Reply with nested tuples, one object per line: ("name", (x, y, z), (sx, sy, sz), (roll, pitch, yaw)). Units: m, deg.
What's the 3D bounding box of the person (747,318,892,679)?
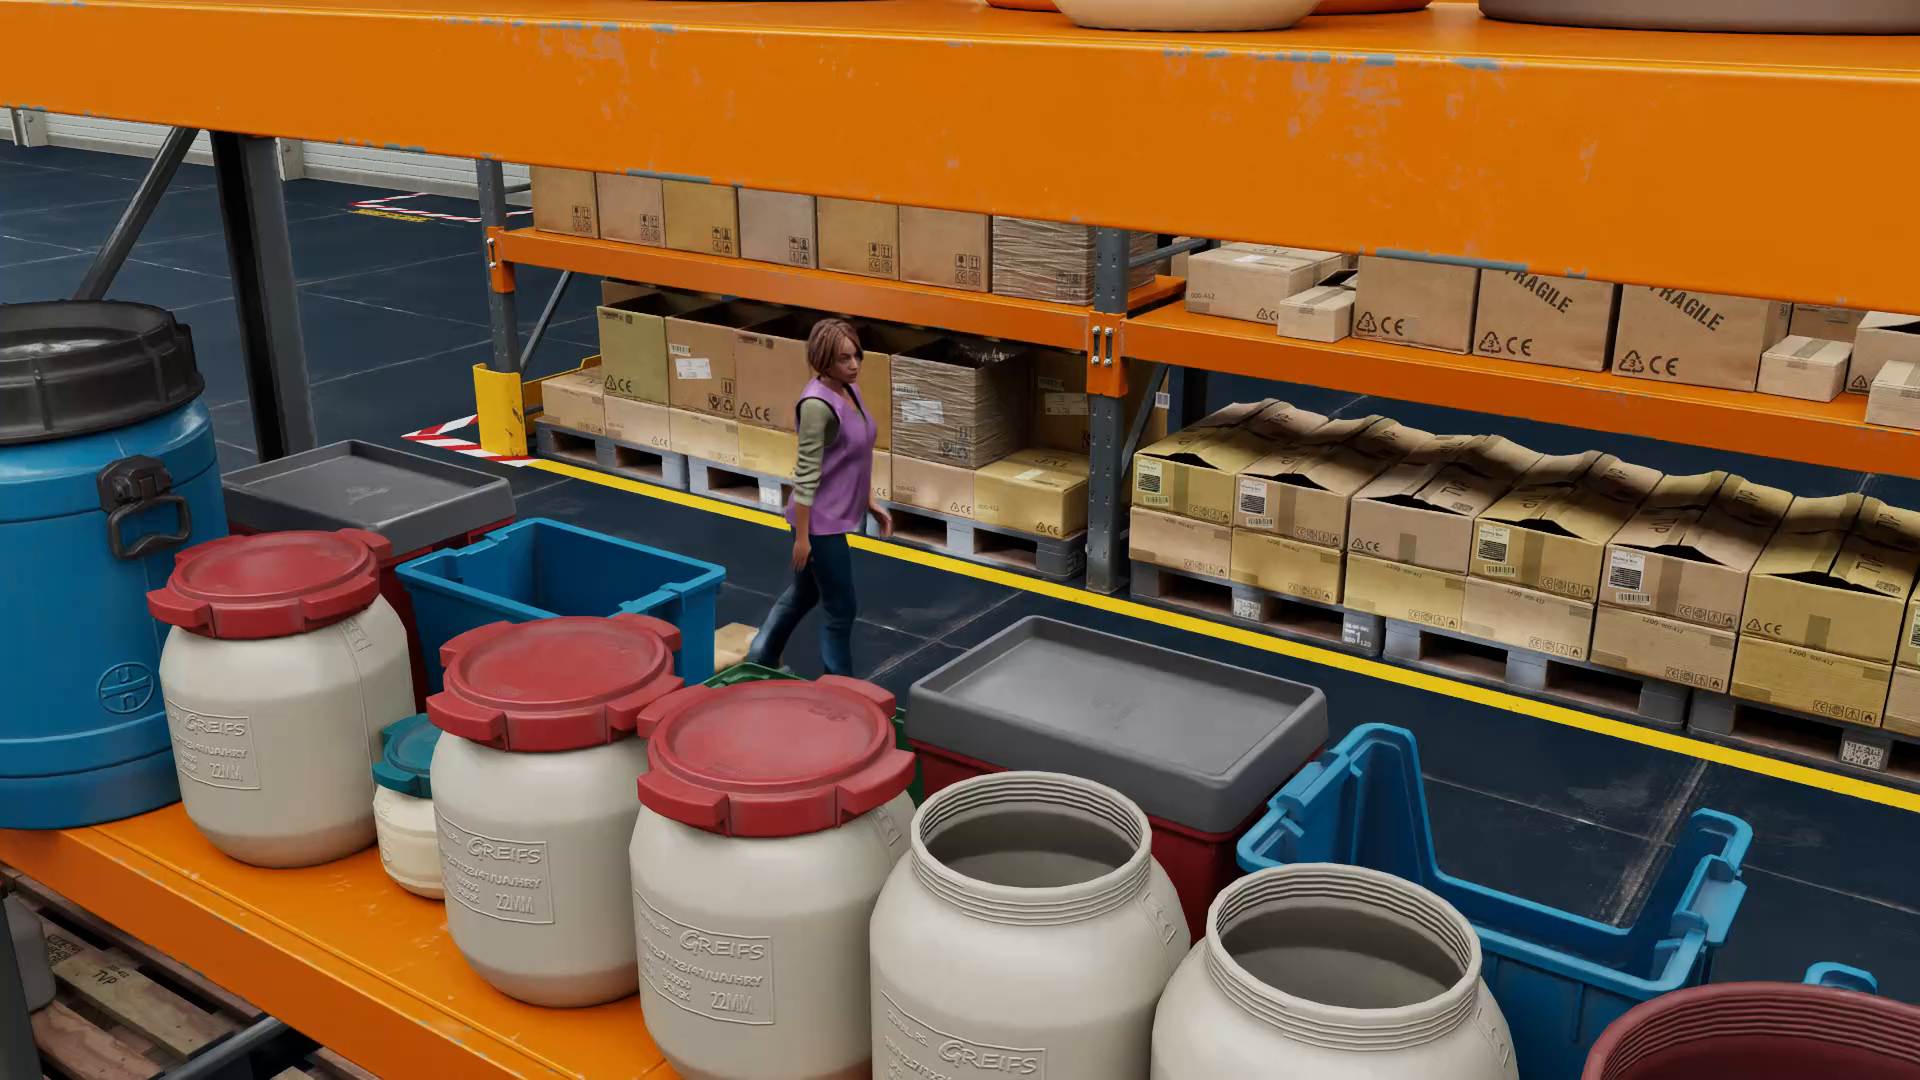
("person", (-0.546, -0.066, 6.259), (0.639, 1.587, 0.439), (3, 20, 8))
